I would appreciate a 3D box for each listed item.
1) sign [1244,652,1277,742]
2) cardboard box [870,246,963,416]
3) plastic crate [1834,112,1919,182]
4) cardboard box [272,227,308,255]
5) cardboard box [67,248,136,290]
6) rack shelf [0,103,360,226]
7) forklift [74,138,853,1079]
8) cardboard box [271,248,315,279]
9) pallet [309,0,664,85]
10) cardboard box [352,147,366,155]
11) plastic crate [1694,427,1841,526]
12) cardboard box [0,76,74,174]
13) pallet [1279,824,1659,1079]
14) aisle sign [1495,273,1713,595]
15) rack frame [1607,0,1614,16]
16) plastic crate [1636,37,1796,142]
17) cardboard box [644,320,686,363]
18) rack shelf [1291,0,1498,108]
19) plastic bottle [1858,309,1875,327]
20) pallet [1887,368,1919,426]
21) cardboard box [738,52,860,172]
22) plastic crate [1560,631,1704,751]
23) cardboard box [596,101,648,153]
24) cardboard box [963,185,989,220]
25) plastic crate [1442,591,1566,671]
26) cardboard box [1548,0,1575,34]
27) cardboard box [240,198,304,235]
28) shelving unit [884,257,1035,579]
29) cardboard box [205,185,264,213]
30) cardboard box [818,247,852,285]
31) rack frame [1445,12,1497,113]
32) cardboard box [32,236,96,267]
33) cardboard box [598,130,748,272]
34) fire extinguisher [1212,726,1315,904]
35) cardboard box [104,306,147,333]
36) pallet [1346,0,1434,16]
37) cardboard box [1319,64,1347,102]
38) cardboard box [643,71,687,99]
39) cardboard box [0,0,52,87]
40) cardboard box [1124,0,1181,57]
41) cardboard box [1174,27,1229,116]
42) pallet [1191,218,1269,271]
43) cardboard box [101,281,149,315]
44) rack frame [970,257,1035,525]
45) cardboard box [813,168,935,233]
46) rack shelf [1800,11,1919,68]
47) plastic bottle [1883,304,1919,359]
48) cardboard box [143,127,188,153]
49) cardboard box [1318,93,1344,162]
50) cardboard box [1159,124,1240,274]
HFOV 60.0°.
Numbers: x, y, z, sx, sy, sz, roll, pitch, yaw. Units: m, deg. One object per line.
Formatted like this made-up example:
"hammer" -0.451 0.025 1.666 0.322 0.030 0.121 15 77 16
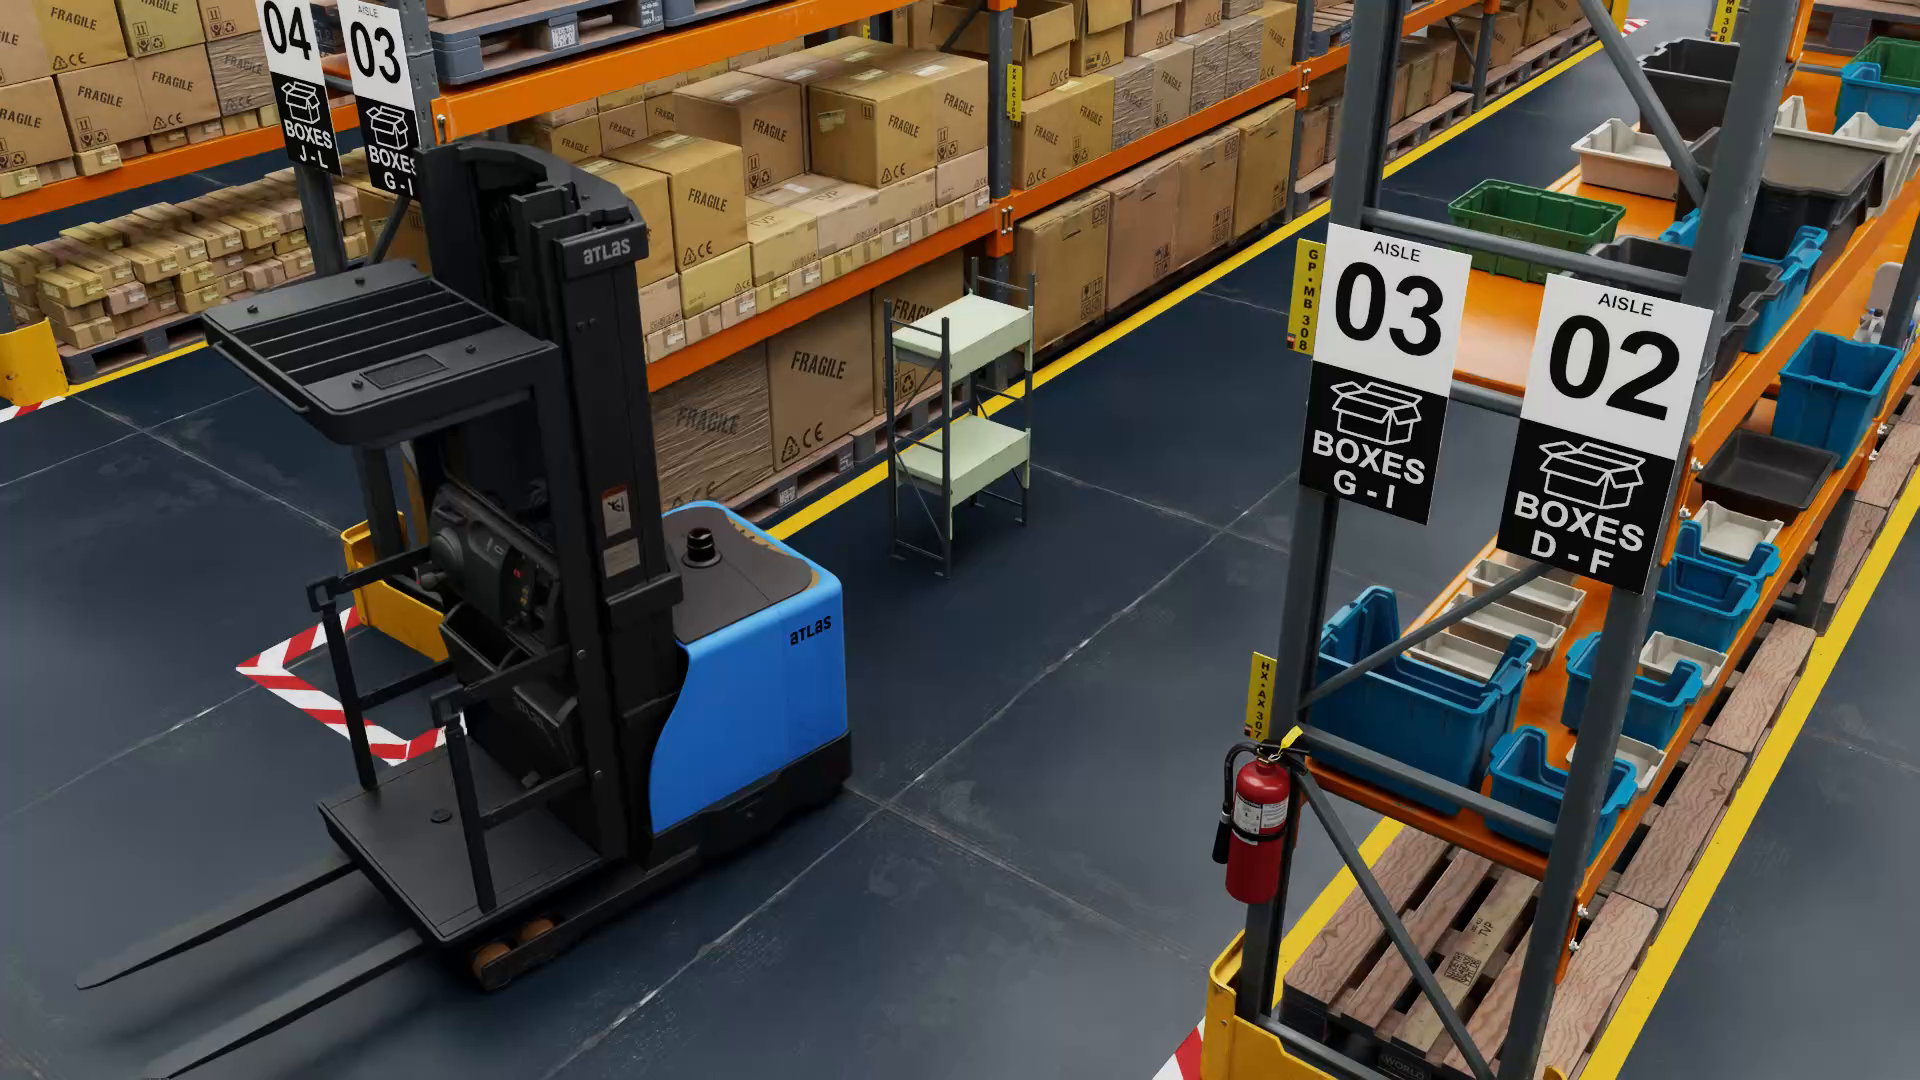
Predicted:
"sign" 0.963 0.507 5.292 0.100 0.325 0.005 21 37 31
"cardboard box" -0.585 -1.433 10.398 0.875 0.875 0.875 21 37 31
"plastic crate" 3.362 -1.428 6.035 0.293 0.136 0.466 21 37 31
"cardboard box" -4.995 -2.226 12.157 0.380 0.149 0.250 23 38 33
"cardboard box" -5.773 -1.819 11.178 0.380 0.149 0.250 22 37 32
"rack shelf" -5.223 -2.855 11.831 1.077 0.370 4.000 21 37 31
"forklift" -1.903 0.150 6.122 3.031 2.935 1.130 -25 39 -36
"cardboard box" -4.936 -2.053 12.156 0.380 0.149 0.250 21 37 31
"pallet" -2.098 -2.341 7.403 1.003 0.211 1.213 21 37 31
"cardboard box" -4.603 -3.018 13.200 0.380 0.149 0.250 23 38 34
"plastic crate" 3.365 -0.255 6.950 0.437 0.125 0.590 21 37 31
"cardboard box" -5.939 -2.620 10.339 0.500 0.500 0.500 23 38 33
"pallet" 1.940 1.617 6.315 1.003 0.211 1.213 21 37 31
"aisle sign" 1.605 -0.257 4.192 0.394 0.787 0.004 21 37 31
"rack frame" 7.121 -7.287 18.604 1.000 3.000 0.127 21 37 31
"plastic crate" 2.858 -1.699 6.361 0.497 0.269 0.590 21 37 31
"cardboard box" -1.595 -1.034 8.299 0.380 0.149 0.250 20 36 31
"rack shelf" 3.499 -4.539 14.673 1.077 0.370 4.000 21 37 31
"plastic bottle" 4.519 -1.050 8.275 0.097 0.201 0.097 0 31 0
"pallet" 5.798 -0.978 10.694 1.003 0.211 1.213 21 37 31
"cardboard box" -0.919 -2.482 9.616 0.500 0.500 0.500 21 37 31
"plastic crate" 2.220 0.520 5.536 0.416 0.233 0.300 21 37 31
"cardboard box" -3.041 -3.517 14.282 0.500 0.500 0.500 23 38 33
"cardboard box" -0.046 -2.077 10.059 0.380 0.149 0.250 21 37 32
"plastic crate" 1.946 0.327 5.955 0.396 0.136 0.243 21 37 31
"cardboard box" 6.397 -5.891 18.287 0.500 0.500 0.500 -21 37 -32
"cardboard box" -4.989 -2.343 12.062 0.380 0.149 0.250 21 37 31
"shelving unit" 0.004 -0.648 8.872 0.431 1.500 0.755 21 37 31
"cardboard box" -5.353 -2.484 12.300 0.380 0.149 0.250 21 37 32
"cardboard box" -0.821 -1.555 9.177 0.380 0.149 0.250 20 36 31
"rack frame" 4.706 -5.662 15.861 1.000 3.000 0.127 21 37 31
"cardboard box" -6.116 -1.939 11.381 0.380 0.149 0.250 22 37 32
"cardboard box" -1.423 -1.698 8.292 0.500 0.500 0.500 20 36 30
"fire extinguisher" 0.958 0.856 5.306 0.296 0.674 0.183 21 37 31
"cardboard box" -5.766 -1.552 11.311 0.380 0.149 0.250 21 37 31
"pallet" 3.454 -4.770 14.545 1.003 0.211 1.213 21 37 31
"cardboard box" 2.985 -3.973 14.296 0.500 0.250 0.500 26 39 36
"cardboard box" -2.729 -4.047 14.442 0.500 0.250 0.500 23 37 33
"cardboard box" -5.948 -3.053 10.089 0.500 0.500 0.500 21 36 31
"cardboard box" 1.042 -3.679 11.434 0.797 0.503 0.637 22 37 33
"cardboard box" 1.575 -3.389 11.928 0.500 0.500 0.500 20 36 30
"pallet" 1.756 -2.539 13.327 1.003 0.211 1.213 21 37 31
"cardboard box" -5.699 -1.662 11.204 0.380 0.149 0.250 21 37 31
"rack frame" 0.225 -0.797 9.123 0.400 1.500 0.023 21 37 31
"cardboard box" -0.490 -2.002 9.541 0.500 0.250 0.500 22 37 33
"rack shelf" 5.033 -2.679 8.592 1.077 0.370 4.000 21 37 31
"plastic bottle" 4.630 -1.052 8.204 0.152 0.276 0.135 21 37 31
"cardboard box" -5.418 -2.734 11.167 0.380 0.149 0.250 21 36 31
"cardboard box" 3.005 -3.657 14.500 0.700 0.500 0.500 18 35 27
"cardboard box" 1.314 -2.668 12.482 1.225 0.875 0.875 21 37 31
